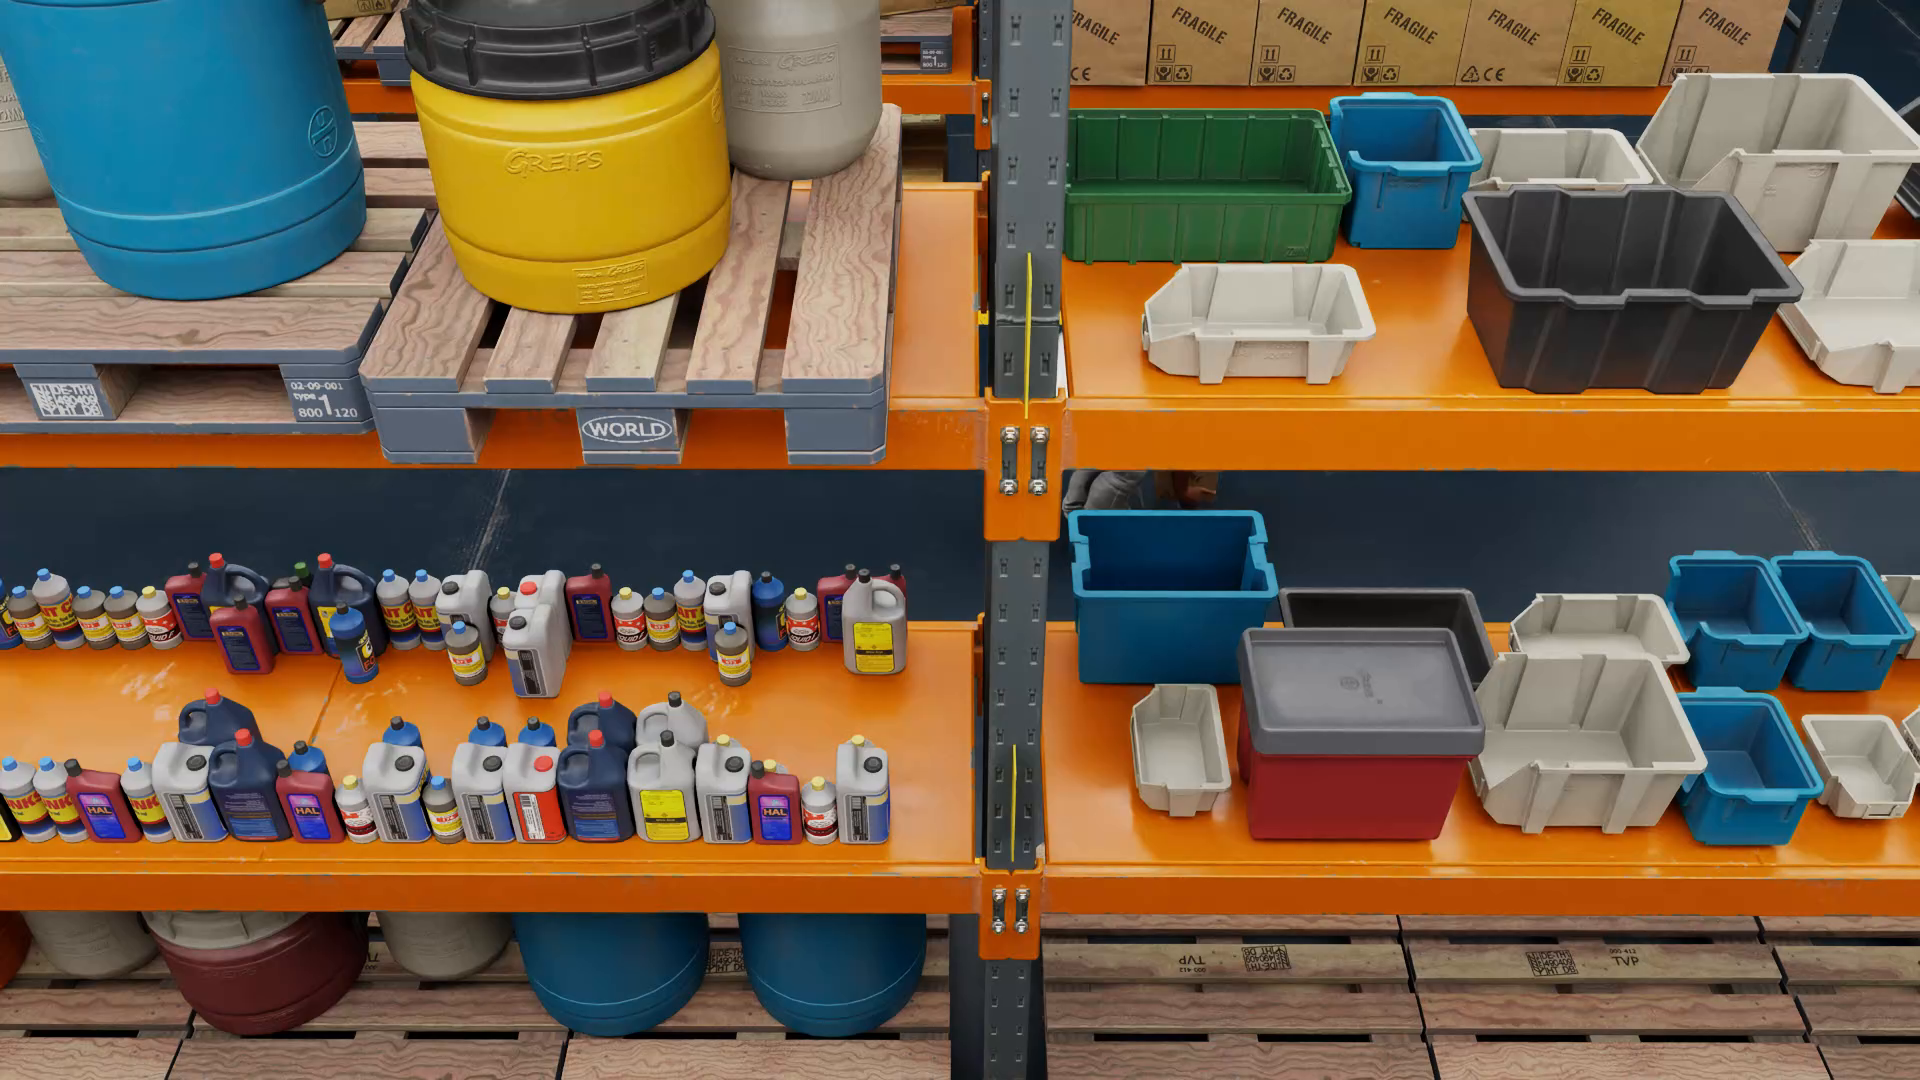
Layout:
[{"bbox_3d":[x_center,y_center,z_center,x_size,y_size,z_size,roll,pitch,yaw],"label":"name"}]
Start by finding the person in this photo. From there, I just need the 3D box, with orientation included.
[{"bbox_3d":[0.834,-0.469,7.216,0.979,1.118,0.476,-1,39,-2],"label":"person"}]
